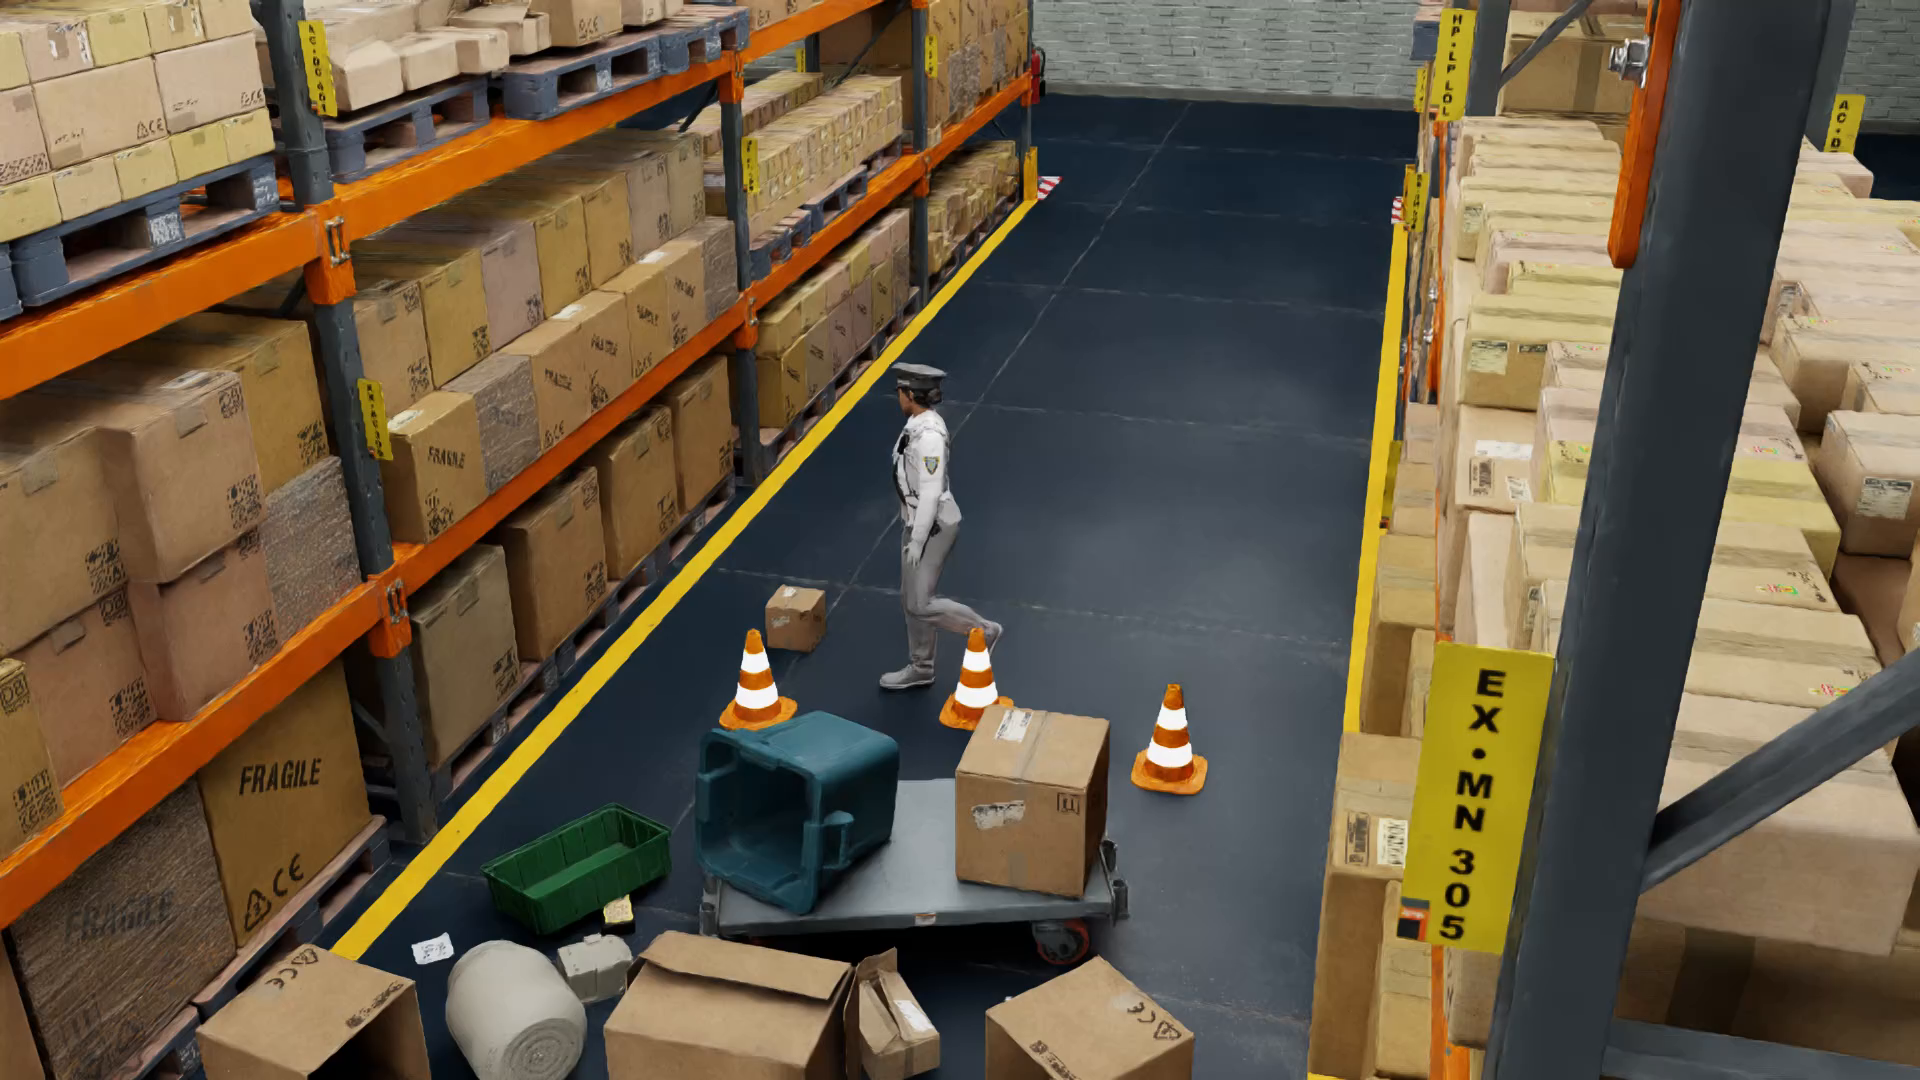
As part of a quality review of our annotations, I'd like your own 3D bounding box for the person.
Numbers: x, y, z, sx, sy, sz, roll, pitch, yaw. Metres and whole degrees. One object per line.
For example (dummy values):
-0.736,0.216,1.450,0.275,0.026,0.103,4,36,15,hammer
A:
-0.116,-0.064,8.256,0.634,1.638,0.517,-4,26,-8,person
